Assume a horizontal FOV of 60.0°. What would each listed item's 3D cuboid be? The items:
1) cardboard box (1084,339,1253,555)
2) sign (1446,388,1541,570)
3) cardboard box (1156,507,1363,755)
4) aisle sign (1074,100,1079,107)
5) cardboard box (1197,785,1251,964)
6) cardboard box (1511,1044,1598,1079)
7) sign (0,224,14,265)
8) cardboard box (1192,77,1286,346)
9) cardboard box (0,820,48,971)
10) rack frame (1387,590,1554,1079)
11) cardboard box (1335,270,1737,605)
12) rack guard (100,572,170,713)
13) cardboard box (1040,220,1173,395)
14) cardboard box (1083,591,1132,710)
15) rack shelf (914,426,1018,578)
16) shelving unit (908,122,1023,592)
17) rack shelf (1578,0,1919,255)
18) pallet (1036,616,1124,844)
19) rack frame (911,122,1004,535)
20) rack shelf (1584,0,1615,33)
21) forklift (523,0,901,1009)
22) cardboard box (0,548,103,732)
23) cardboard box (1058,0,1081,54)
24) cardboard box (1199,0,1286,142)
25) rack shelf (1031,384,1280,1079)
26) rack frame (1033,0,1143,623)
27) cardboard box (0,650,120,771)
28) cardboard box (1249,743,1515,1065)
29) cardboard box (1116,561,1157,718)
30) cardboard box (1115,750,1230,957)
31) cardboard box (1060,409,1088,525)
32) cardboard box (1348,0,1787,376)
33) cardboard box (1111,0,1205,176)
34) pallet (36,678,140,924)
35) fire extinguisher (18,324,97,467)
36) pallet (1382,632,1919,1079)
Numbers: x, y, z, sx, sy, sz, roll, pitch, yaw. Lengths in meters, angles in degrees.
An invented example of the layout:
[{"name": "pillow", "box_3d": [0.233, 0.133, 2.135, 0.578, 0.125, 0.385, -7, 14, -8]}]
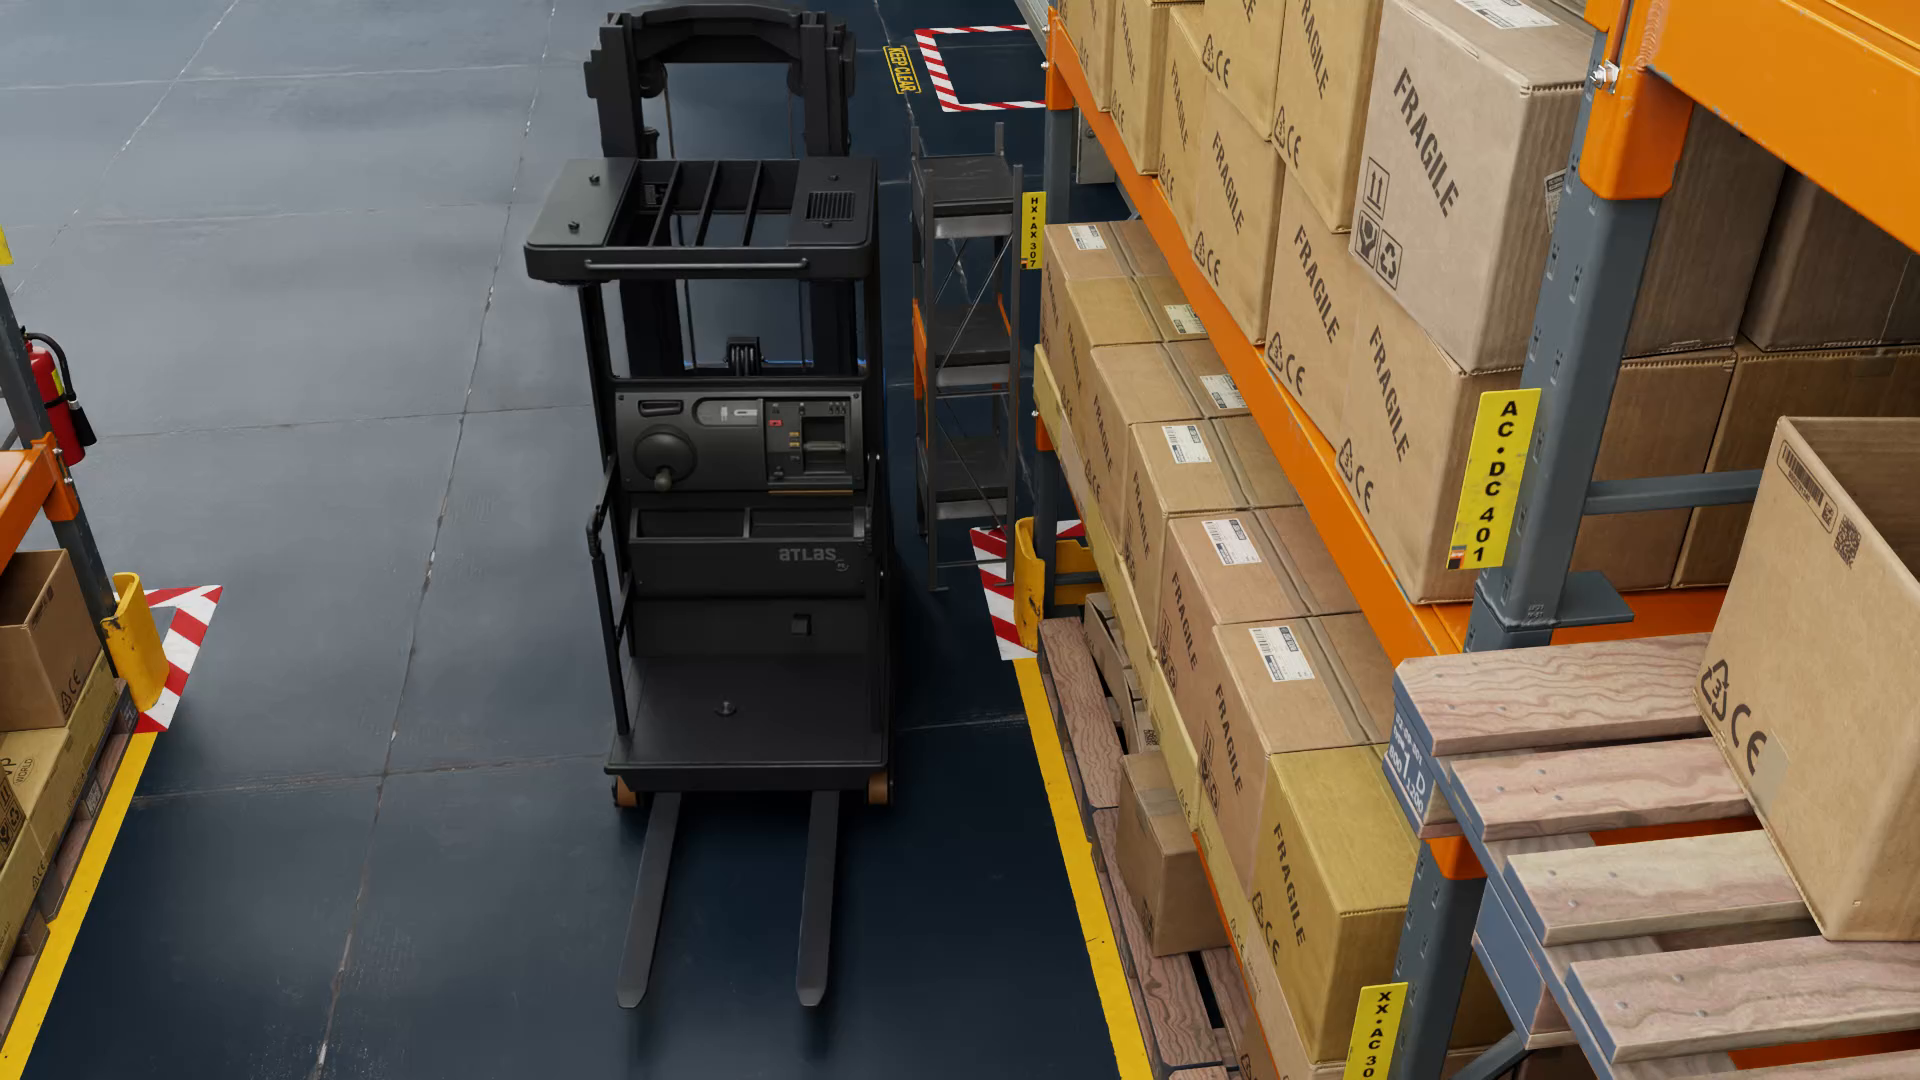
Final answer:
[{"name": "cardboard box", "box_3d": [0.719, -0.316, 5.500, 0.500, 0.500, 0.500, -5, 35, -8]}, {"name": "sign", "box_3d": [0.834, -0.090, 2.596, 0.100, 0.325, 0.005, -4, 35, -6]}, {"name": "cardboard box", "box_3d": [0.871, 0.261, 4.653, 0.500, 0.500, 0.500, -5, 35, -8]}, {"name": "aisle sign", "box_3d": [0.526, -2.006, 6.222, 0.394, 0.787, 0.004, -4, 35, -6]}, {"name": "cardboard box", "box_3d": [0.948, 0.851, 4.453, 0.500, 0.250, 0.500, -4, 35, -6]}, {"name": "cardboard box", "box_3d": [1.520, 1.093, 4.098, 0.500, 0.250, 0.500, -4, 34, -6]}, {"name": "sign", "box_3d": [-3.536, -1.147, 6.031, 0.100, 0.325, 0.005, -4, 35, -6]}, {"name": "cardboard box", "box_3d": [0.891, -0.824, 4.026, 0.500, 0.500, 0.500, -6, 35, -8]}, {"name": "cardboard box", "box_3d": [-3.562, 1.259, 5.807, 0.500, 0.250, 0.500, -4, 35, -6]}, {"name": "rack frame", "box_3d": [1.371, 1.317, 3.653, 1.000, 3.000, 0.127, -4, 35, -6]}, {"name": "cardboard box", "box_3d": [1.058, -0.236, 3.163, 0.500, 0.500, 0.500, -3, 34, -5]}, {"name": "rack guard", "box_3d": [-4.078, 0.482, 7.099, 1.175, 0.500, 0.348, -4, 35, -6]}, {"name": "cardboard box", "box_3d": [0.599, -0.882, 6.330, 0.500, 0.500, 0.500, -4, 35, -6]}, {"name": "cardboard box", "box_3d": [0.837, 0.408, 6.985, 0.500, 0.311, 0.500, -8, 35, -12]}, {"name": "rack shelf", "box_3d": [0.022, -0.186, 7.925, 0.431, 0.518, 0.480, -4, 35, -6]}, {"name": "shelving unit", "box_3d": [0.022, -0.775, 7.523, 0.431, 2.100, 0.503, -4, 35, -6]}, {"name": "rack shelf", "box_3d": [1.640, 0.417, 0.641, 1.077, 0.370, 4.000, -4, 35, -6]}, {"name": "pallet", "box_3d": [0.917, 0.736, 6.982, 1.003, 0.211, 1.213, -4, 35, -6]}, {"name": "rack frame", "box_3d": [-0.011, -0.912, 7.723, 0.400, 2.100, 0.015, -4, 35, -6]}, {"name": "rack shelf", "box_3d": [1.102, -1.979, 3.805, 1.077, 0.370, 4.000, -4, 35, -6]}, {"name": "forklift", "box_3d": [-0.826, -0.318, 6.114, 1.130, 2.935, 3.031, 0, 34, -1]}, {"name": "cardboard box", "box_3d": [-3.708, 0.392, 6.414, 0.500, 0.500, 0.500, -4, 35, -6]}, {"name": "cardboard box", "box_3d": [0.630, -1.998, 5.748, 0.500, 0.500, 0.500, -4, 34, -5]}, {"name": "cardboard box", "box_3d": [0.870, -1.240, 3.747, 0.500, 0.500, 0.500, -6, 35, -8]}, {"name": "rack shelf", "box_3d": [1.102, 0.499, 5.493, 1.077, 0.370, 4.000, -4, 35, -6]}, {"name": "rack frame", "box_3d": [0.833, -0.915, 6.929, 1.000, 3.000, 0.127, -4, 35, -6]}, {"name": "cardboard box", "box_3d": [-3.710, 0.702, 6.625, 0.500, 0.250, 0.500, -4, 35, -6]}, {"name": "cardboard box", "box_3d": [1.001, 0.821, 3.831, 0.500, 0.500, 0.500, -4, 35, -6]}, {"name": "cardboard box", "box_3d": [0.796, 0.291, 5.275, 0.500, 0.250, 0.500, -4, 34, -6]}, {"name": "cardboard box", "box_3d": [0.963, 1.061, 5.859, 0.700, 0.500, 0.500, -6, 35, -9]}, {"name": "cardboard box", "box_3d": [0.668, -0.276, 6.107, 0.500, 0.250, 0.500, -5, 35, -8]}, {"name": "cardboard box", "box_3d": [1.035, -0.644, 2.873, 0.500, 0.500, 0.500, -7, 35, -10]}, {"name": "cardboard box", "box_3d": [0.741, -1.406, 4.880, 0.500, 0.500, 0.500, -3, 34, -4]}, {"name": "pallet", "box_3d": [-3.931, 1.038, 6.539, 1.003, 0.211, 1.213, -4, 35, -6]}, {"name": "fire extinguisher", "box_3d": [-3.631, -0.607, 6.545, 0.296, 0.674, 0.183, -4, 35, -6]}, {"name": "pallet", "box_3d": [1.348, 0.508, 2.344, 1.213, 0.211, 1.003, -4, 35, -6]}]
